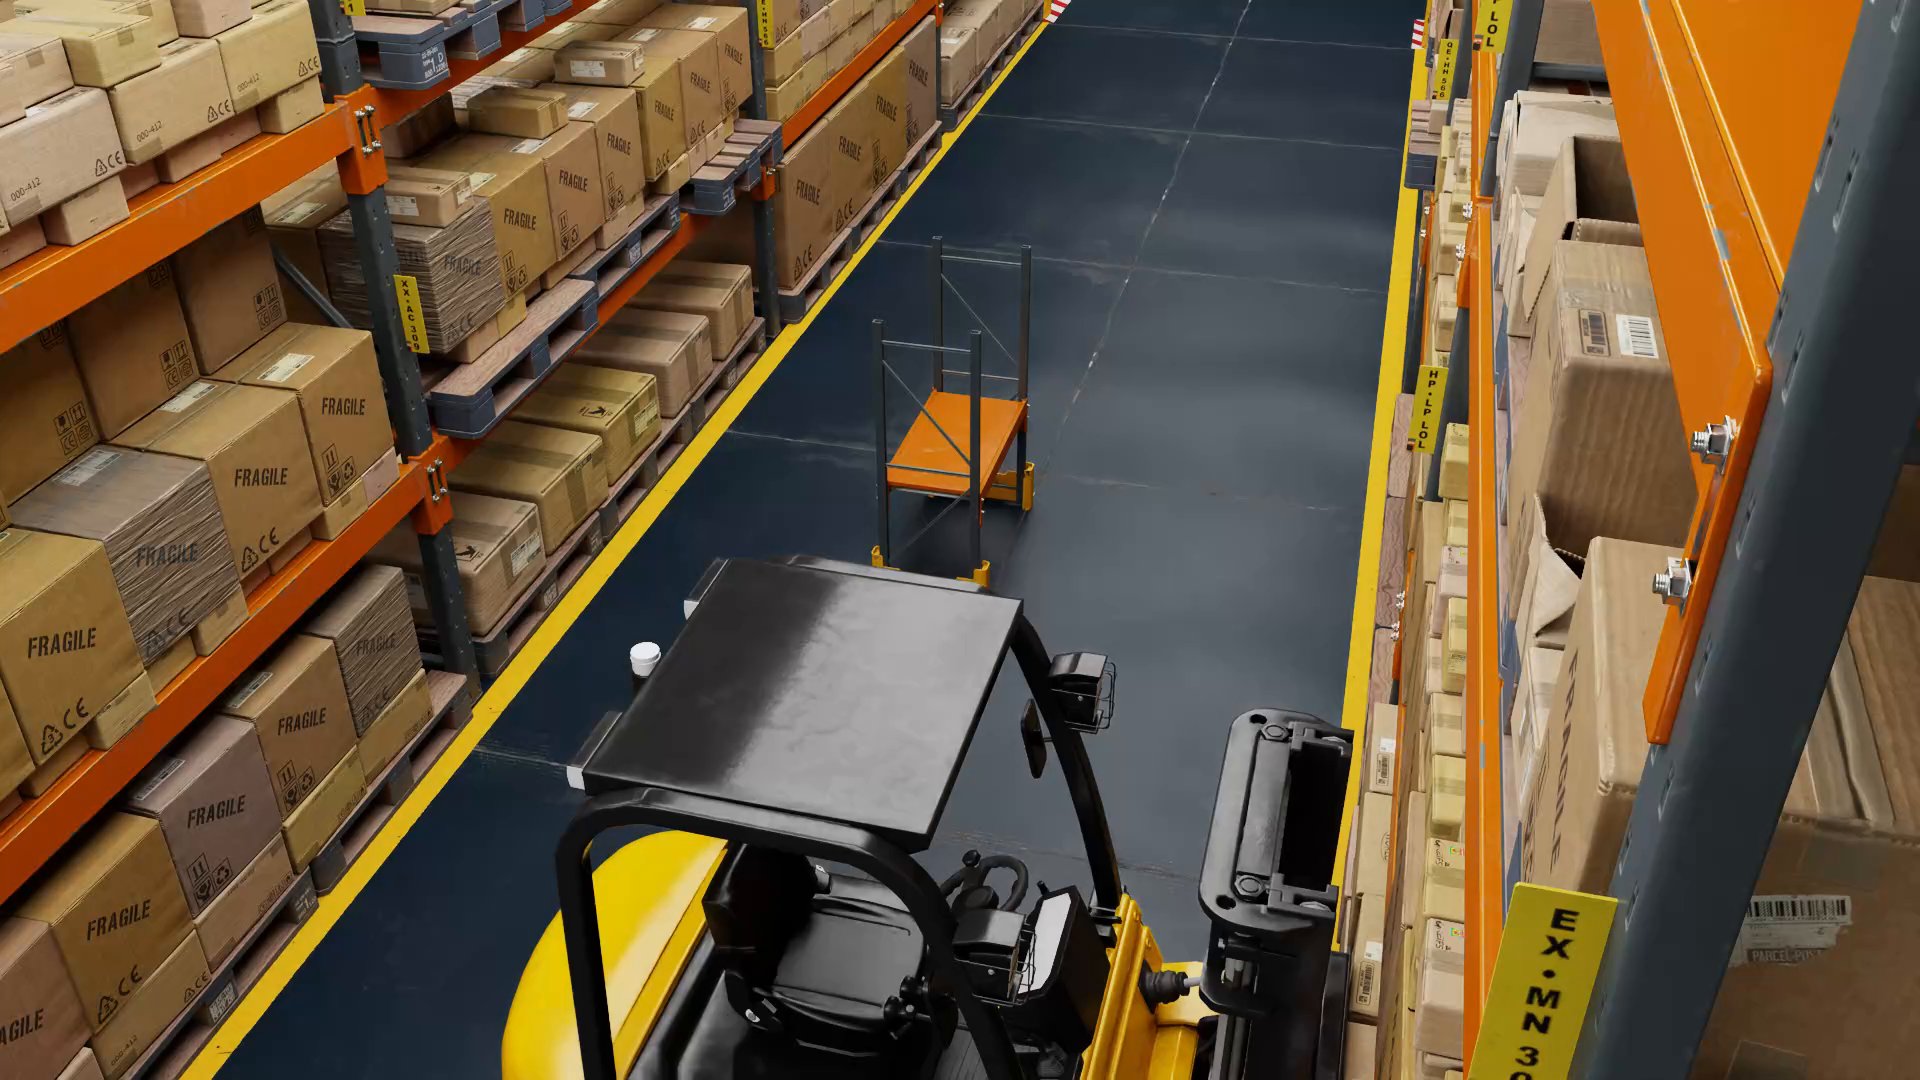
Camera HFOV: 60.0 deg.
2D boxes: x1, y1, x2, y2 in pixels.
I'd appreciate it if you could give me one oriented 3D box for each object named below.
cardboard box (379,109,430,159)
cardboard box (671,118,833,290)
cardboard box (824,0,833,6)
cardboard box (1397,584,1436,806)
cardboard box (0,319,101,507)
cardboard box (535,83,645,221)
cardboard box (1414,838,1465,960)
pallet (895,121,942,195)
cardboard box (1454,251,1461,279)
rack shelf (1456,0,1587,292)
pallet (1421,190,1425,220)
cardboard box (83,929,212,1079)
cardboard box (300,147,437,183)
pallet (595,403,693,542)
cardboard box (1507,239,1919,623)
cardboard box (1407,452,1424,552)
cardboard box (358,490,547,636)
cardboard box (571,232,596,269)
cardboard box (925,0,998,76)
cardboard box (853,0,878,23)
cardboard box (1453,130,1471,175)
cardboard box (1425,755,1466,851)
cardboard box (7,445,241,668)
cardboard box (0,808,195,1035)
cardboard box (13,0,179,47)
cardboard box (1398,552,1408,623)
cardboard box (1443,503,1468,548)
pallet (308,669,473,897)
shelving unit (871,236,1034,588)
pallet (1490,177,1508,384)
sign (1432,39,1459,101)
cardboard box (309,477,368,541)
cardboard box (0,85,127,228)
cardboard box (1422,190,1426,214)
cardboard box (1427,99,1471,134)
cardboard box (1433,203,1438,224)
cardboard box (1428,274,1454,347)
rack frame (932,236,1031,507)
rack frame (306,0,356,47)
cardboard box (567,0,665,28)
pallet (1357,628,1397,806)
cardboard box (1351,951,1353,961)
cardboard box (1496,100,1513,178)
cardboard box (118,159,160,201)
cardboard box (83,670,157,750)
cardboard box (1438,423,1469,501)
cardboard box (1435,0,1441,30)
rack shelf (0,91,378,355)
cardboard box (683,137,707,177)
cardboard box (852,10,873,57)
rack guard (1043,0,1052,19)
[{"bbox_3d":[-2.626,-1.839,7.481,0.380,0.149,0.250,7,33,11],"label":"cardboard box"},{"bbox_3d":[-1.416,-2.294,11.152,0.875,0.875,0.875,8,33,12],"label":"cardboard box"},{"bbox_3d":[-1.047,-3.878,11.030,0.500,0.500,0.500,9,34,14],"label":"cardboard box"},{"bbox_3d":[1.634,0.508,5.062,0.500,0.500,0.500,9,33,13],"label":"cardboard box"},{"bbox_3d":[-3.312,-0.463,5.380,0.700,0.500,0.500,7,33,11],"label":"cardboard box"},{"bbox_3d":[-1.905,-1.923,8.217,0.500,0.500,0.500,7,33,10],"label":"cardboard box"},{"bbox_3d":[1.214,0.827,3.678,0.380,0.149,0.250,9,33,13],"label":"cardboard box"},{"bbox_3d":[-0.779,-3.155,13.516,1.003,0.211,1.213,8,33,12],"label":"pallet"},{"bbox_3d":[2.283,-1.108,6.998,0.380,0.149,0.250,8,33,13],"label":"cardboard box"},{"bbox_3d":[2.623,-1.917,6.844,1.077,0.370,4.000,8,33,12],"label":"rack shelf"},{"bbox_3d":[3.976,-2.464,12.430,1.003,0.211,1.213,8,33,12],"label":"pallet"},{"bbox_3d":[-2.966,1.538,5.706,0.500,0.250,0.500,10,34,16],"label":"cardboard box"},{"bbox_3d":[-2.667,-1.464,7.495,0.500,0.500,0.500,8,33,13],"label":"cardboard box"},{"bbox_3d":[-2.183,-0.453,9.266,1.003,0.211,1.213,8,33,12],"label":"pallet"},{"bbox_3d":[1.334,-0.149,2.815,0.700,0.500,0.500,8,33,13],"label":"cardboard box"},{"bbox_3d":[1.990,-0.151,6.331,0.500,0.250,0.500,9,33,13],"label":"cardboard box"},{"bbox_3d":[-2.556,0.068,7.904,0.950,0.372,0.625,8,33,13],"label":"cardboard box"},{"bbox_3d":[-2.001,-1.448,8.074,0.380,0.149,0.250,8,33,13],"label":"cardboard box"},{"bbox_3d":[-0.167,-4.614,15.209,0.875,0.438,0.875,7,33,11],"label":"cardboard box"},{"bbox_3d":[-0.892,-3.830,11.652,0.500,0.250,0.500,9,33,13],"label":"cardboard box"},{"bbox_3d":[2.658,-1.908,8.257,0.380,0.149,0.250,9,34,14],"label":"cardboard box"},{"bbox_3d":[1.369,0.696,4.161,0.380,0.149,0.250,7,33,11],"label":"cardboard box"},{"bbox_3d":[-2.810,0.044,5.515,0.500,0.500,0.500,9,34,14],"label":"cardboard box"},{"bbox_3d":[-2.960,1.227,5.496,0.500,0.500,0.500,9,33,13],"label":"cardboard box"},{"bbox_3d":[-2.700,-1.625,5.205,0.380,0.149,0.250,9,33,14],"label":"cardboard box"},{"bbox_3d":[2.442,0.234,7.408,0.875,0.625,0.625,8,33,12],"label":"cardboard box"},{"bbox_3d":[1.716,0.031,5.207,0.380,0.149,0.250,9,33,14],"label":"cardboard box"},{"bbox_3d":[-2.823,0.939,7.076,1.003,0.211,1.213,8,33,12],"label":"pallet"},{"bbox_3d":[-0.019,-0.593,8.285,0.587,1.500,1.083,8,33,12],"label":"shelving unit"},{"bbox_3d":[1.924,-0.699,4.341,1.003,0.211,1.213,8,33,12],"label":"pallet"},{"bbox_3d":[2.603,-2.517,8.908,0.100,0.325,0.005,8,33,12],"label":"sign"},{"bbox_3d":[-2.530,-0.146,6.418,0.380,0.149,0.250,9,33,13],"label":"cardboard box"},{"bbox_3d":[-2.809,-1.128,4.795,0.500,0.250,0.500,7,33,12],"label":"cardboard box"},{"bbox_3d":[3.549,-2.434,11.722,0.500,0.500,0.500,7,33,11],"label":"cardboard box"},{"bbox_3d":[2.926,-2.457,9.662,0.380,0.149,0.250,9,33,13],"label":"cardboard box"},{"bbox_3d":[2.782,-1.732,8.819,0.500,0.250,0.500,8,33,13],"label":"cardboard box"},{"bbox_3d":[2.252,-0.887,7.023,0.500,0.250,0.500,9,33,13],"label":"cardboard box"},{"bbox_3d":[0.107,-0.852,8.693,0.500,1.500,0.032,8,33,12],"label":"rack frame"},{"bbox_3d":[-2.687,-3.123,5.274,1.000,3.000,0.127,8,33,12],"label":"rack frame"},{"bbox_3d":[-2.010,-2.809,9.612,0.500,0.500,0.500,7,33,11],"label":"cardboard box"},{"bbox_3d":[2.265,0.872,7.181,1.003,0.211,1.213,8,33,12],"label":"pallet"},{"bbox_3d":[1.430,1.585,5.166,0.500,0.250,0.500,8,33,12],"label":"cardboard box"},{"bbox_3d":[1.708,-1.105,4.645,0.380,0.149,0.250,9,33,13],"label":"cardboard box"},{"bbox_3d":[-2.772,-1.165,5.225,0.380,0.149,0.250,7,33,11],"label":"cardboard box"},{"bbox_3d":[-2.852,0.518,5.373,0.380,0.149,0.250,8,33,13],"label":"cardboard box"},{"bbox_3d":[1.748,-0.233,5.346,0.380,0.149,0.250,9,33,13],"label":"cardboard box"},{"bbox_3d":[3.675,-3.798,11.444,0.700,0.500,0.500,8,33,13],"label":"cardboard box"},{"bbox_3d":[-3.194,-0.515,4.639,1.077,0.370,4.000,8,33,12],"label":"rack shelf"},{"bbox_3d":[-1.617,-2.120,9.132,0.380,0.149,0.250,6,33,10],"label":"cardboard box"},{"bbox_3d":[-0.930,-3.620,11.788,0.500,0.250,0.500,8,33,12],"label":"cardboard box"},{"bbox_3d":[0.365,-5.776,17.369,1.175,0.500,0.348,8,33,12],"label":"rack guard"}]
